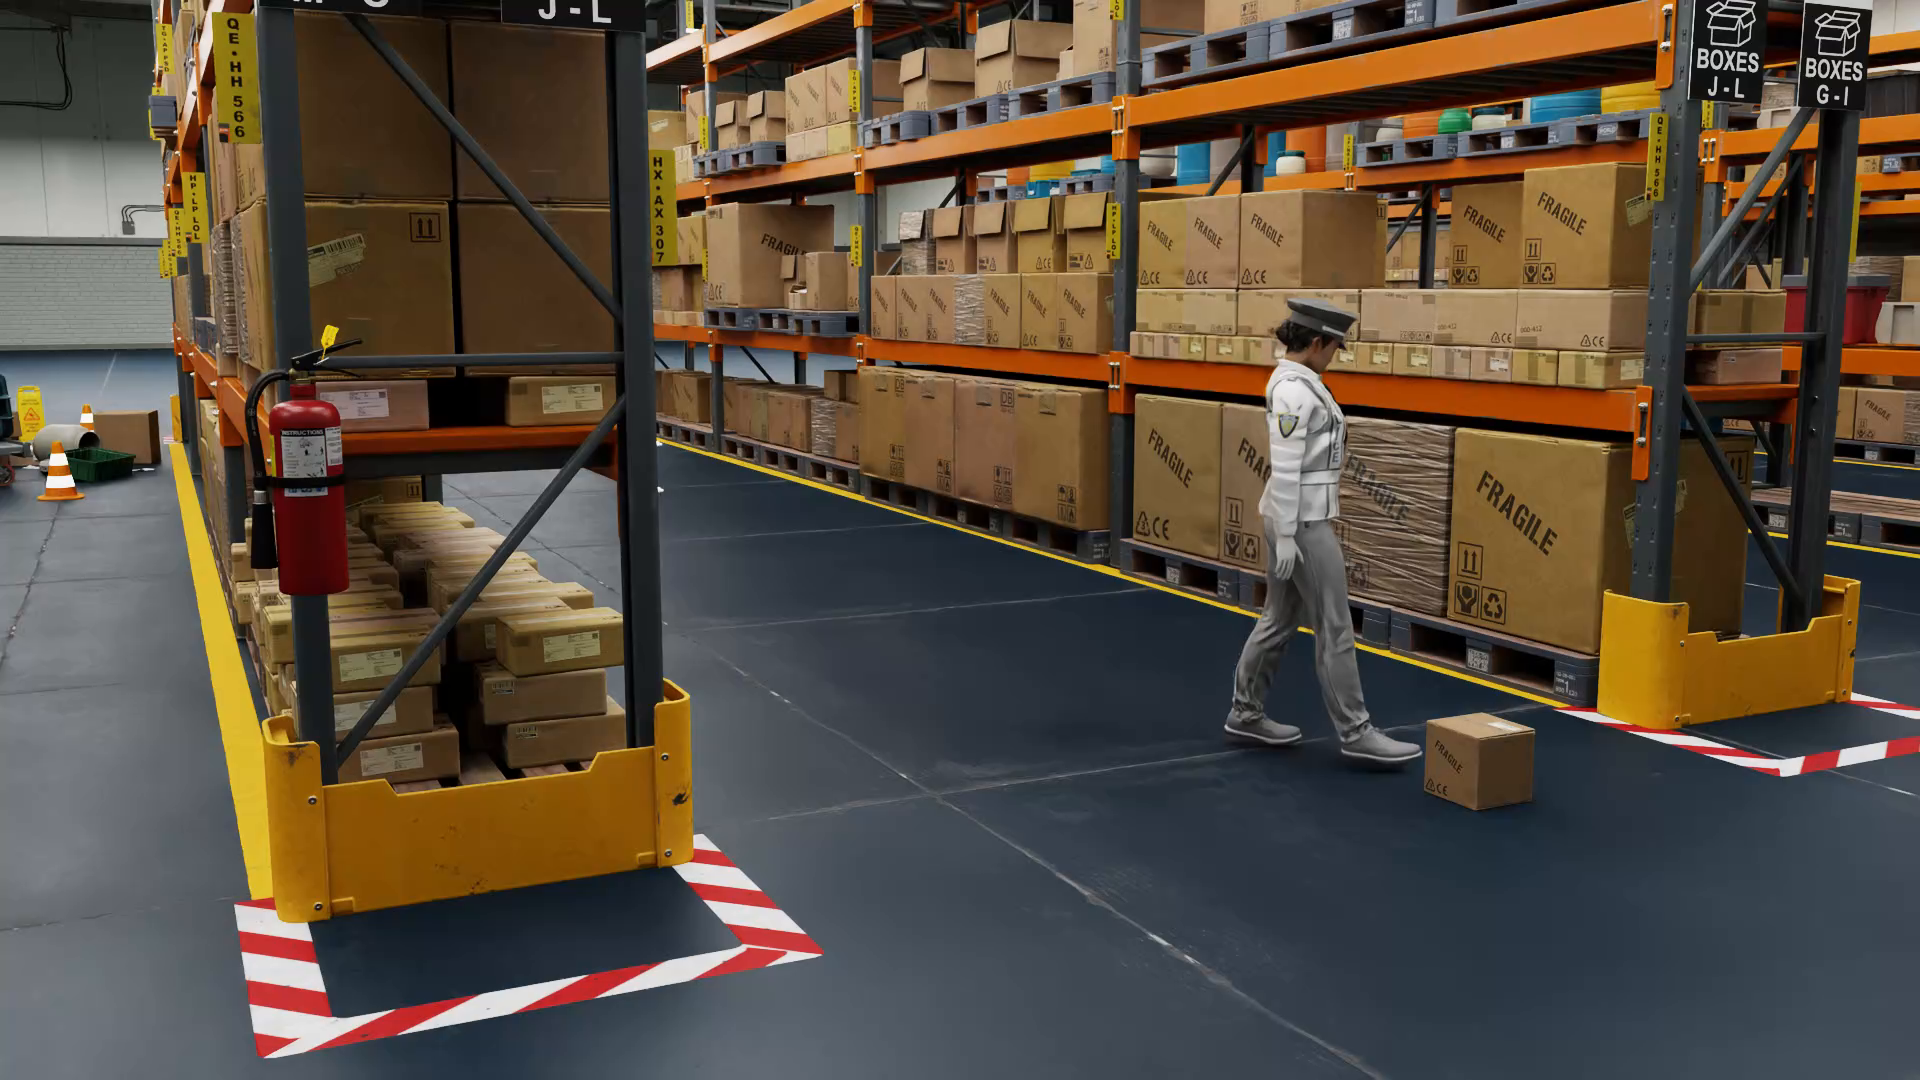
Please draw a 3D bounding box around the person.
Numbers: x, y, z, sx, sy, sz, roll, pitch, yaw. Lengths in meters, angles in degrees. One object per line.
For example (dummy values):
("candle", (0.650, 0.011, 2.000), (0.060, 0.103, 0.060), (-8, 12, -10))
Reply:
("person", (1.328, -0.043, 6.015), (0.704, 1.649, 0.524), (2, 9, 11))
